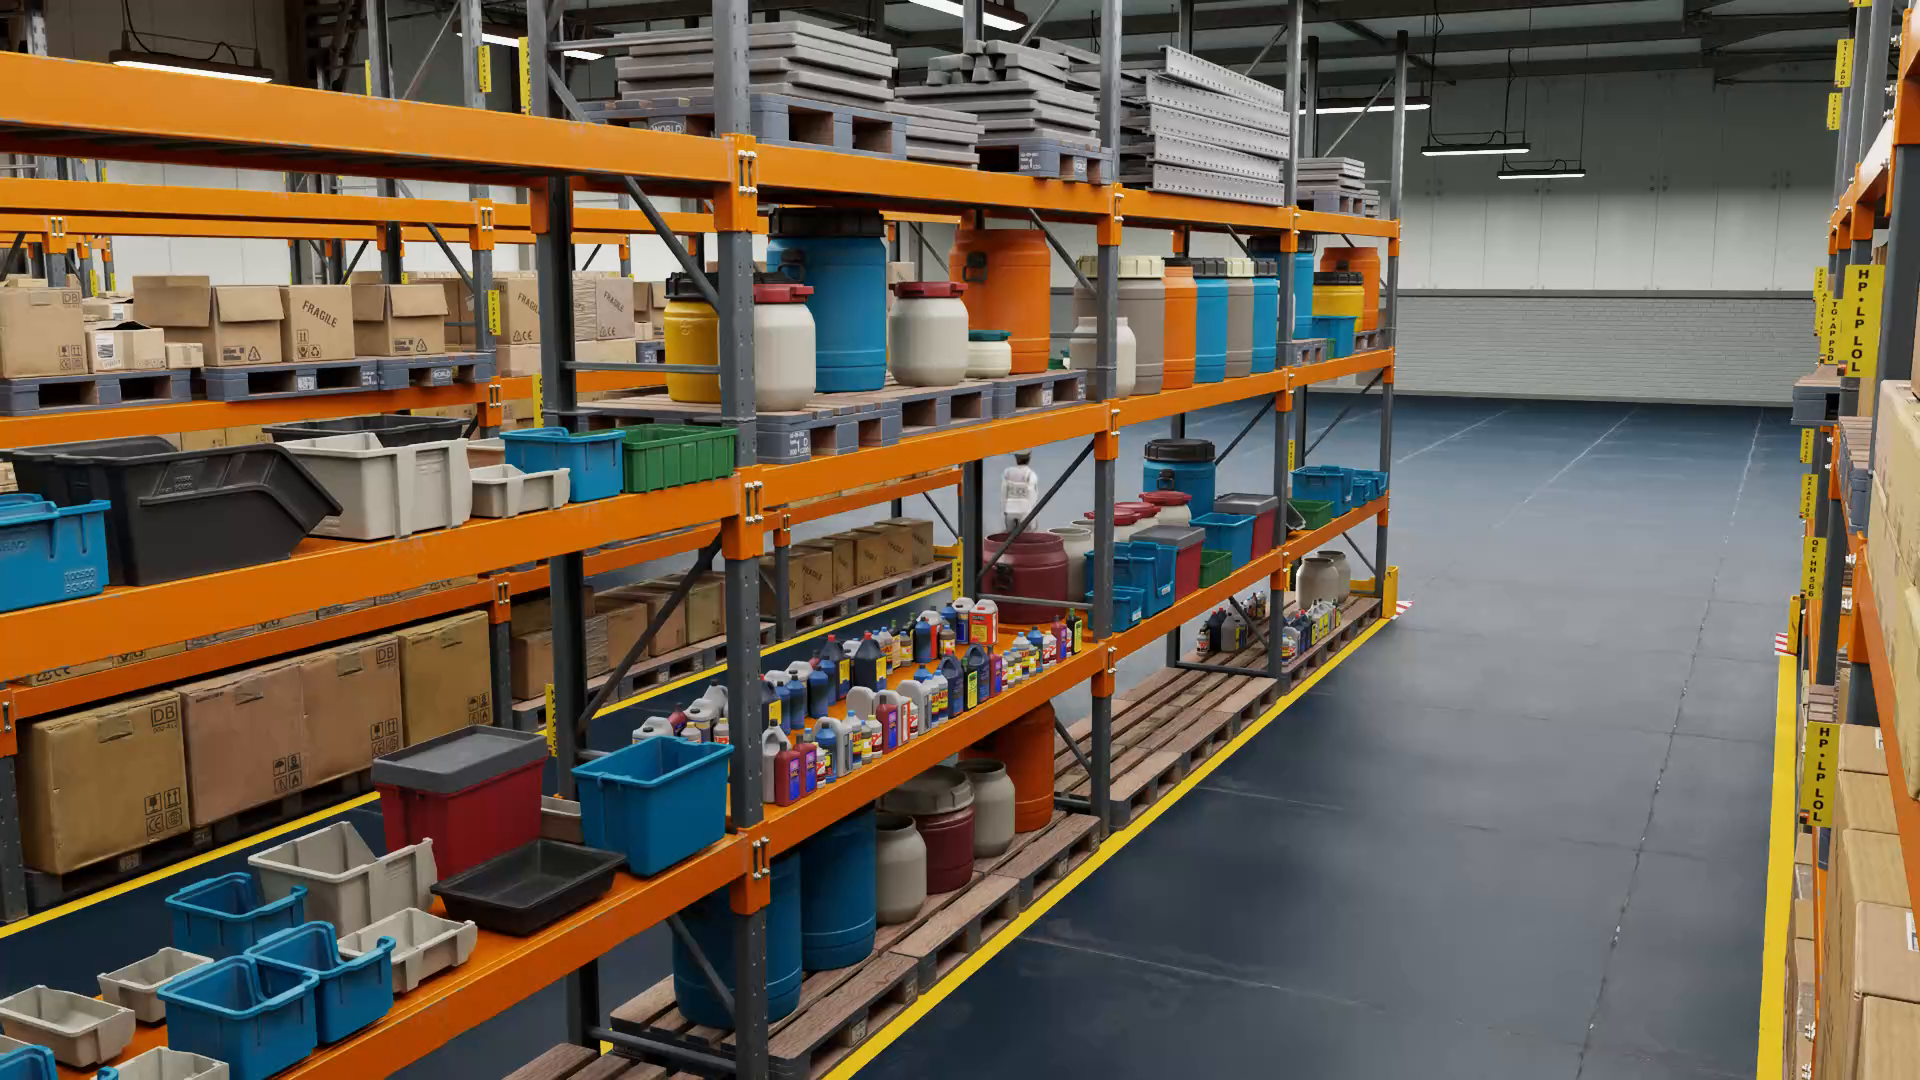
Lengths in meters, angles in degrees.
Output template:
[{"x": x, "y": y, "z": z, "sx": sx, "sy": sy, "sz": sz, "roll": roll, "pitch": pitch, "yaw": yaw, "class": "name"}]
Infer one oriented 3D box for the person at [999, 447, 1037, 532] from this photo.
[{"x": 0.635, "y": -0.264, "z": 18.831, "sx": 0.485, "sy": 1.672, "sz": 0.632, "roll": 6, "pitch": 11, "yaw": 31, "class": "person"}]
